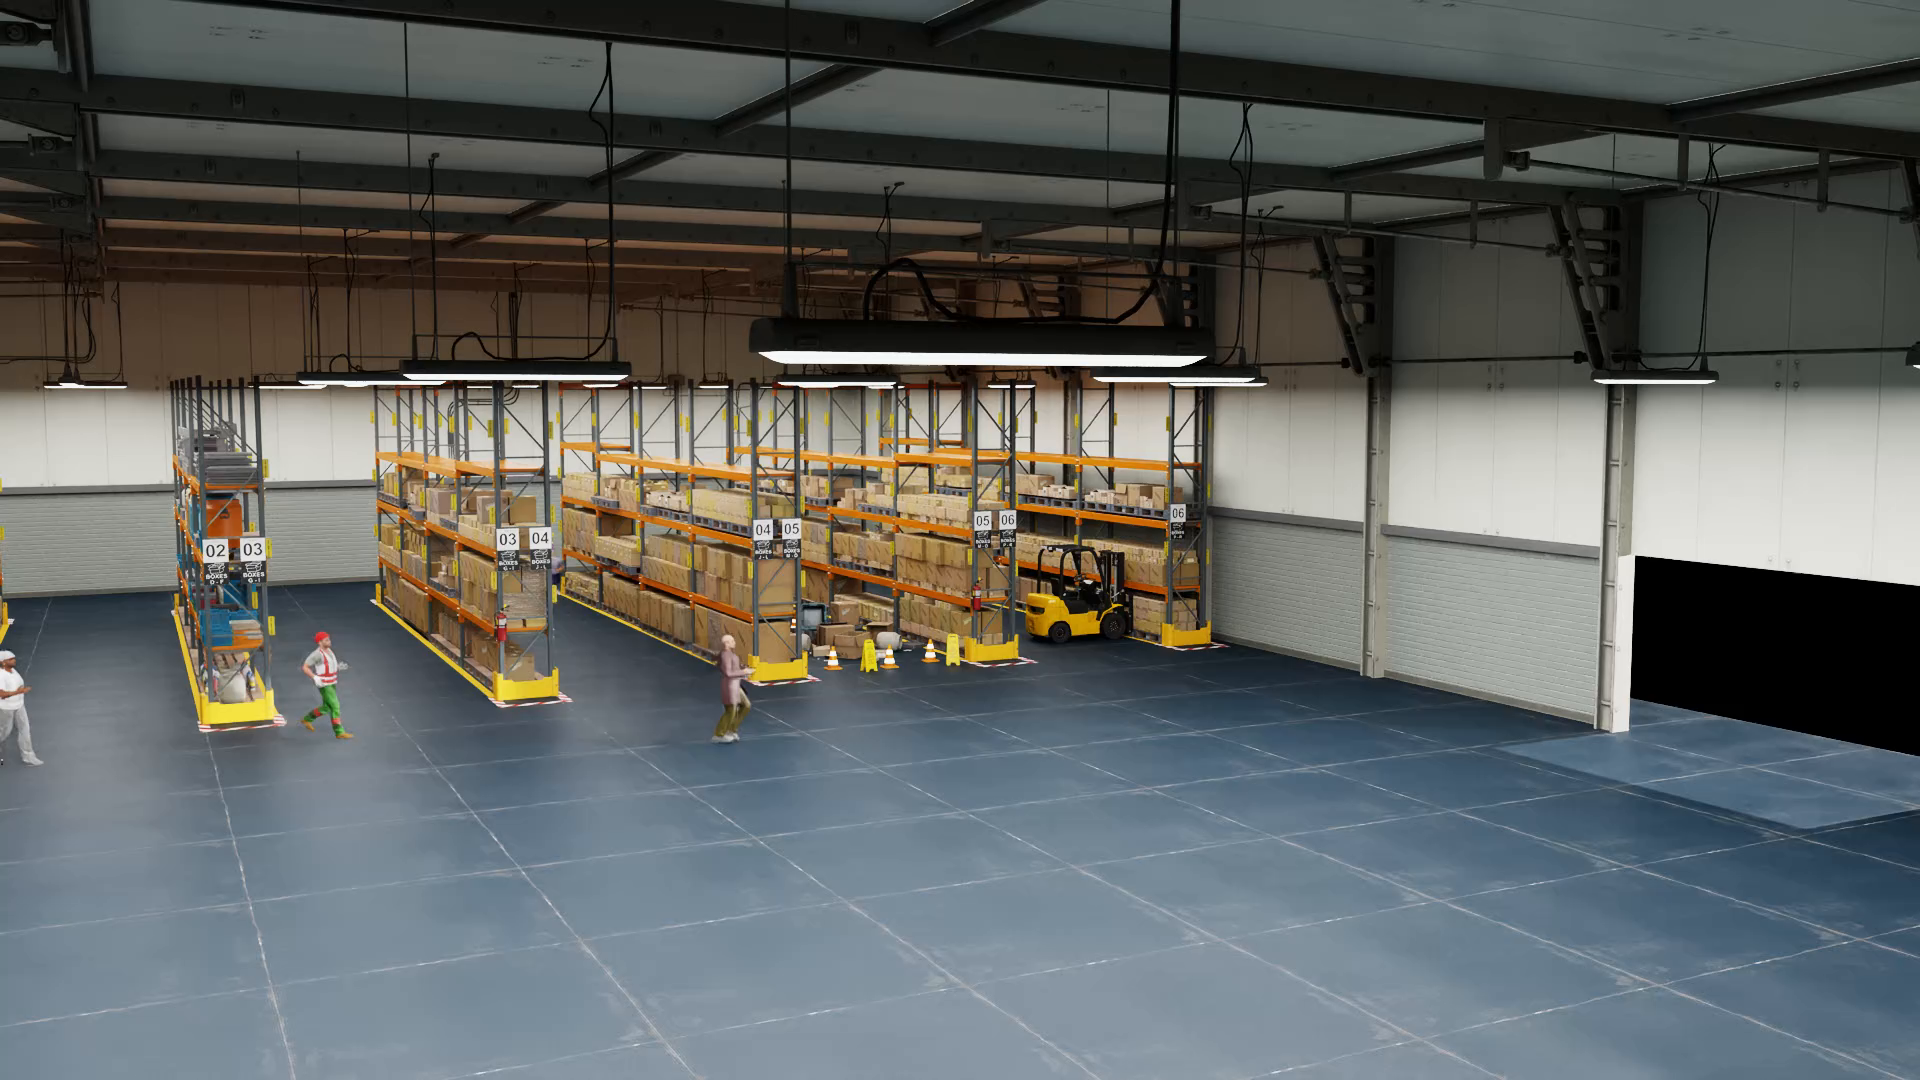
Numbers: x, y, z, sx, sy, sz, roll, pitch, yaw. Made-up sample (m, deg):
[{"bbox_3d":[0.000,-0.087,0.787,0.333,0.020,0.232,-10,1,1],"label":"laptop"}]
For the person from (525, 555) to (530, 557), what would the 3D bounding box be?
[{"bbox_3d":[-12.516,0.698,47.020,0.743,1.693,0.619,1,5,14],"label":"person"}]

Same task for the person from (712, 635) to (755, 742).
[{"bbox_3d":[-3.688,2.440,27.114,0.724,1.797,0.688,0,5,2],"label":"person"}]

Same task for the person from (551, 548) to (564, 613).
[{"bbox_3d":[-10.659,1.041,43.530,0.593,1.666,0.866,-2,5,-21],"label":"person"}]

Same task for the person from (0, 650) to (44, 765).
[{"bbox_3d":[-14.470,2.563,25.329,0.887,1.783,0.685,0,5,0],"label":"person"}]

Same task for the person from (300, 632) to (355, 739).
[{"bbox_3d":[-10.446,2.390,27.415,0.925,1.768,0.667,0,5,5],"label":"person"}]
